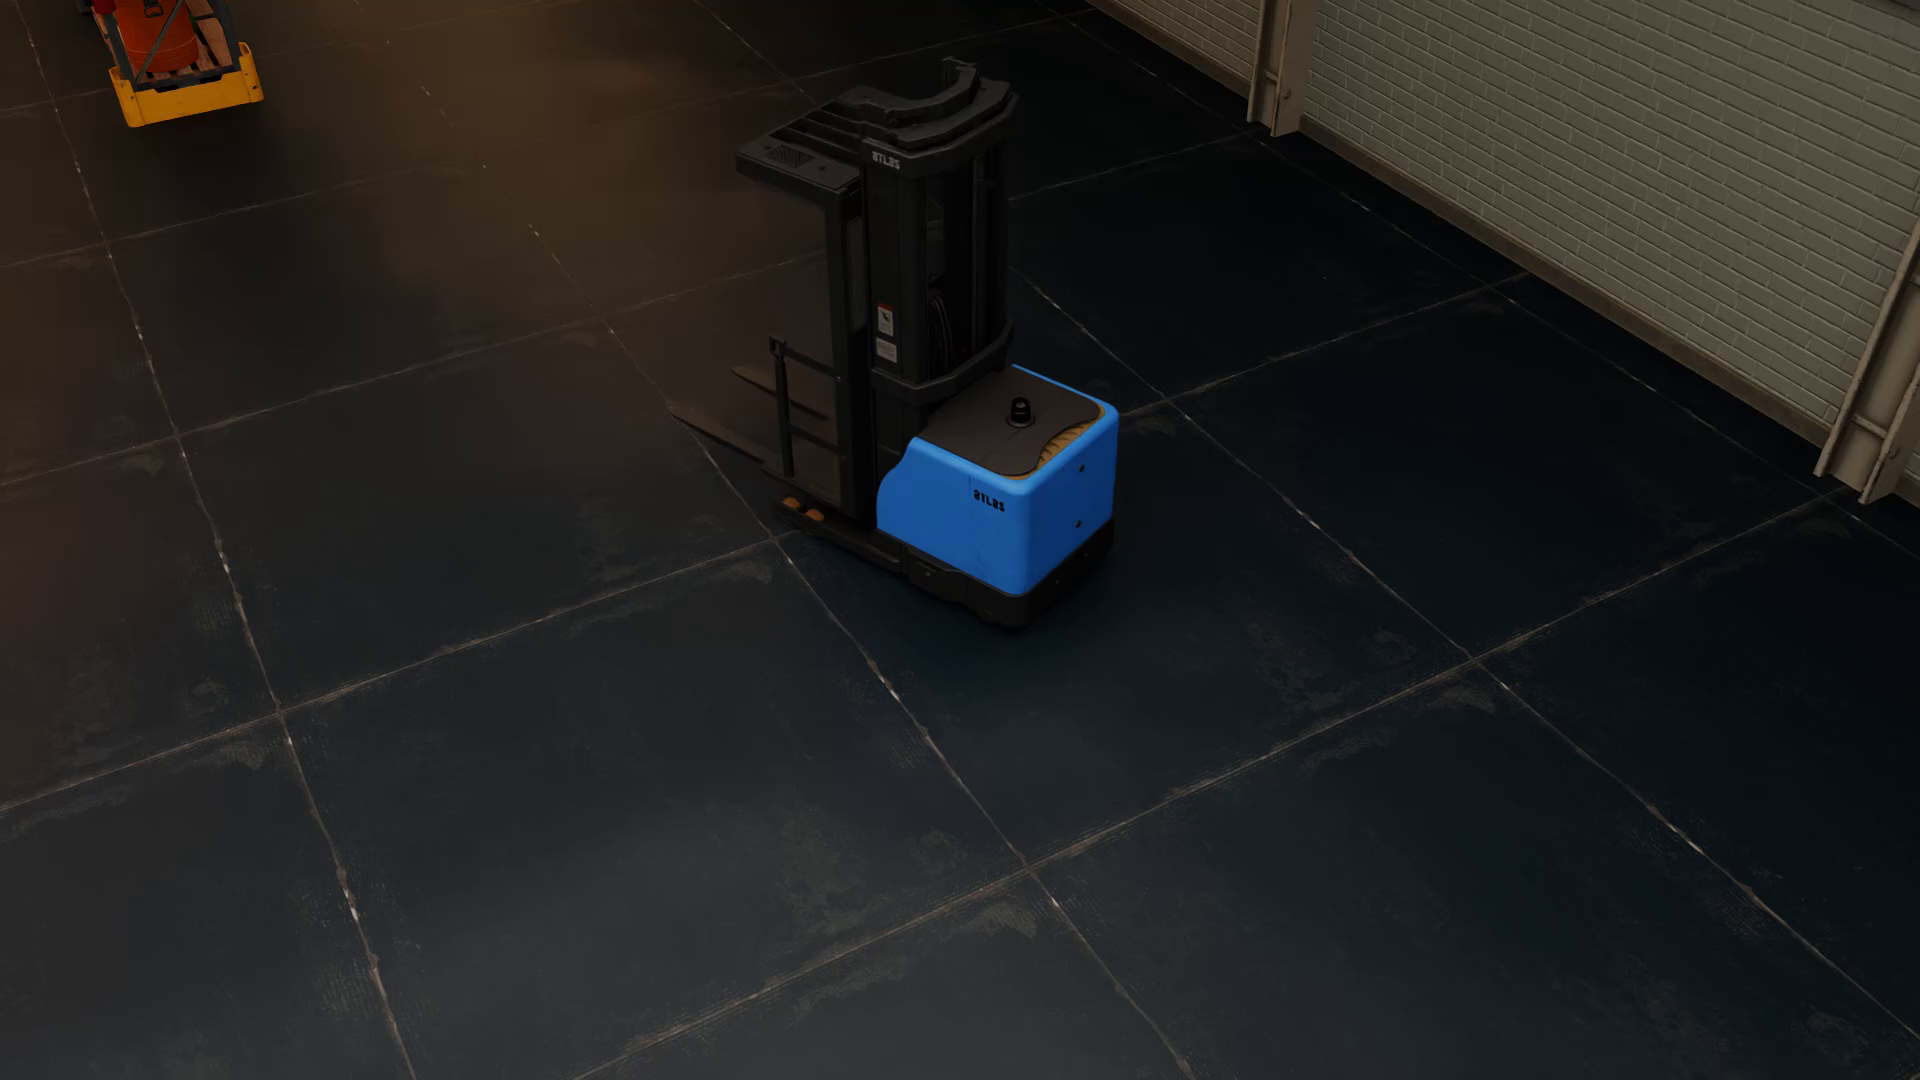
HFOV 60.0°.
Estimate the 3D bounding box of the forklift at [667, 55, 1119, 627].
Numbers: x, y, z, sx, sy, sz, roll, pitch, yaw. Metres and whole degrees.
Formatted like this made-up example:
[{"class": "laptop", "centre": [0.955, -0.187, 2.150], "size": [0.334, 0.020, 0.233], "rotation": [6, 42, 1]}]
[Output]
[{"class": "forklift", "centre": [-0.541, -1.395, 9.718], "size": [3.031, 2.935, 1.130], "rotation": [26, 46, 28]}]
